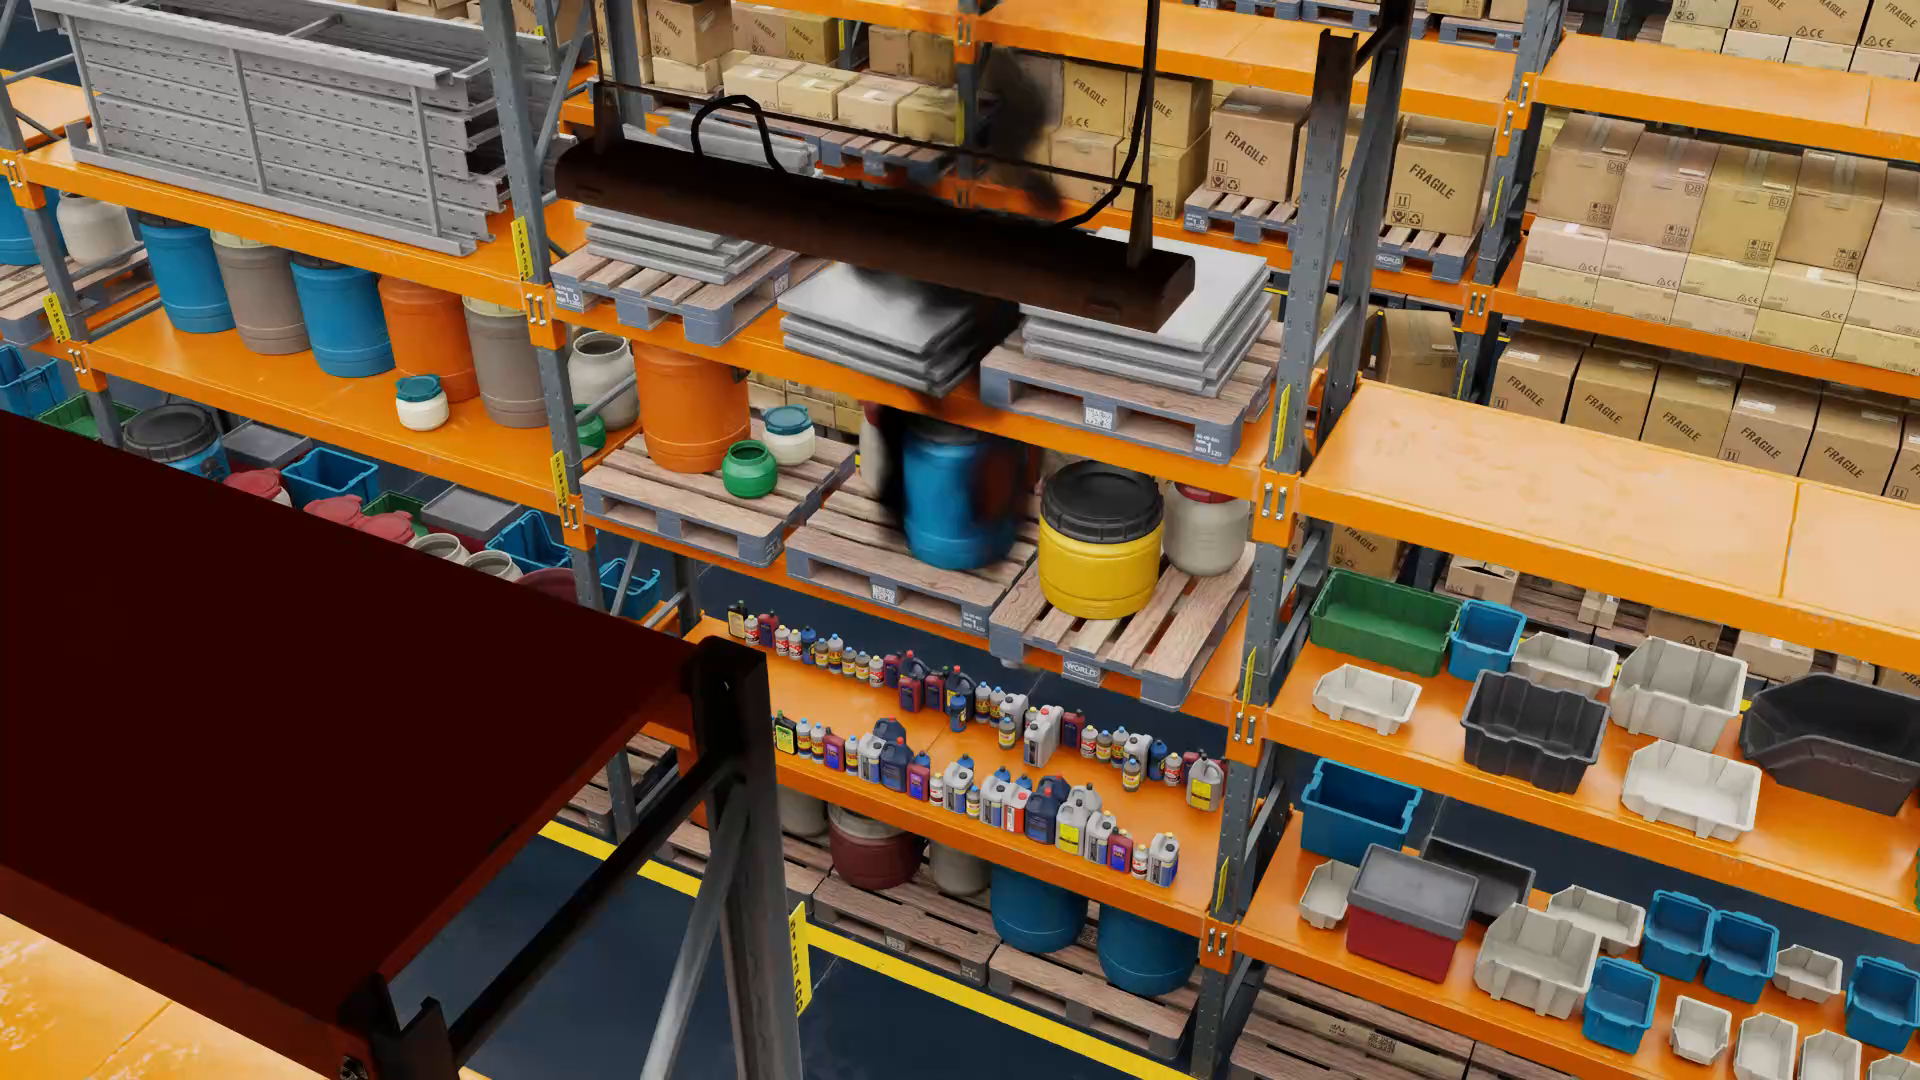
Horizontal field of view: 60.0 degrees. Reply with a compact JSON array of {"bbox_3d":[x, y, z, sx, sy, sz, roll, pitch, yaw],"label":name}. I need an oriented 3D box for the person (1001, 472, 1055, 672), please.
[{"bbox_3d":[0.659,0.264,11.578,0.716,1.658,0.604,17,39,23],"label":"person"}]
